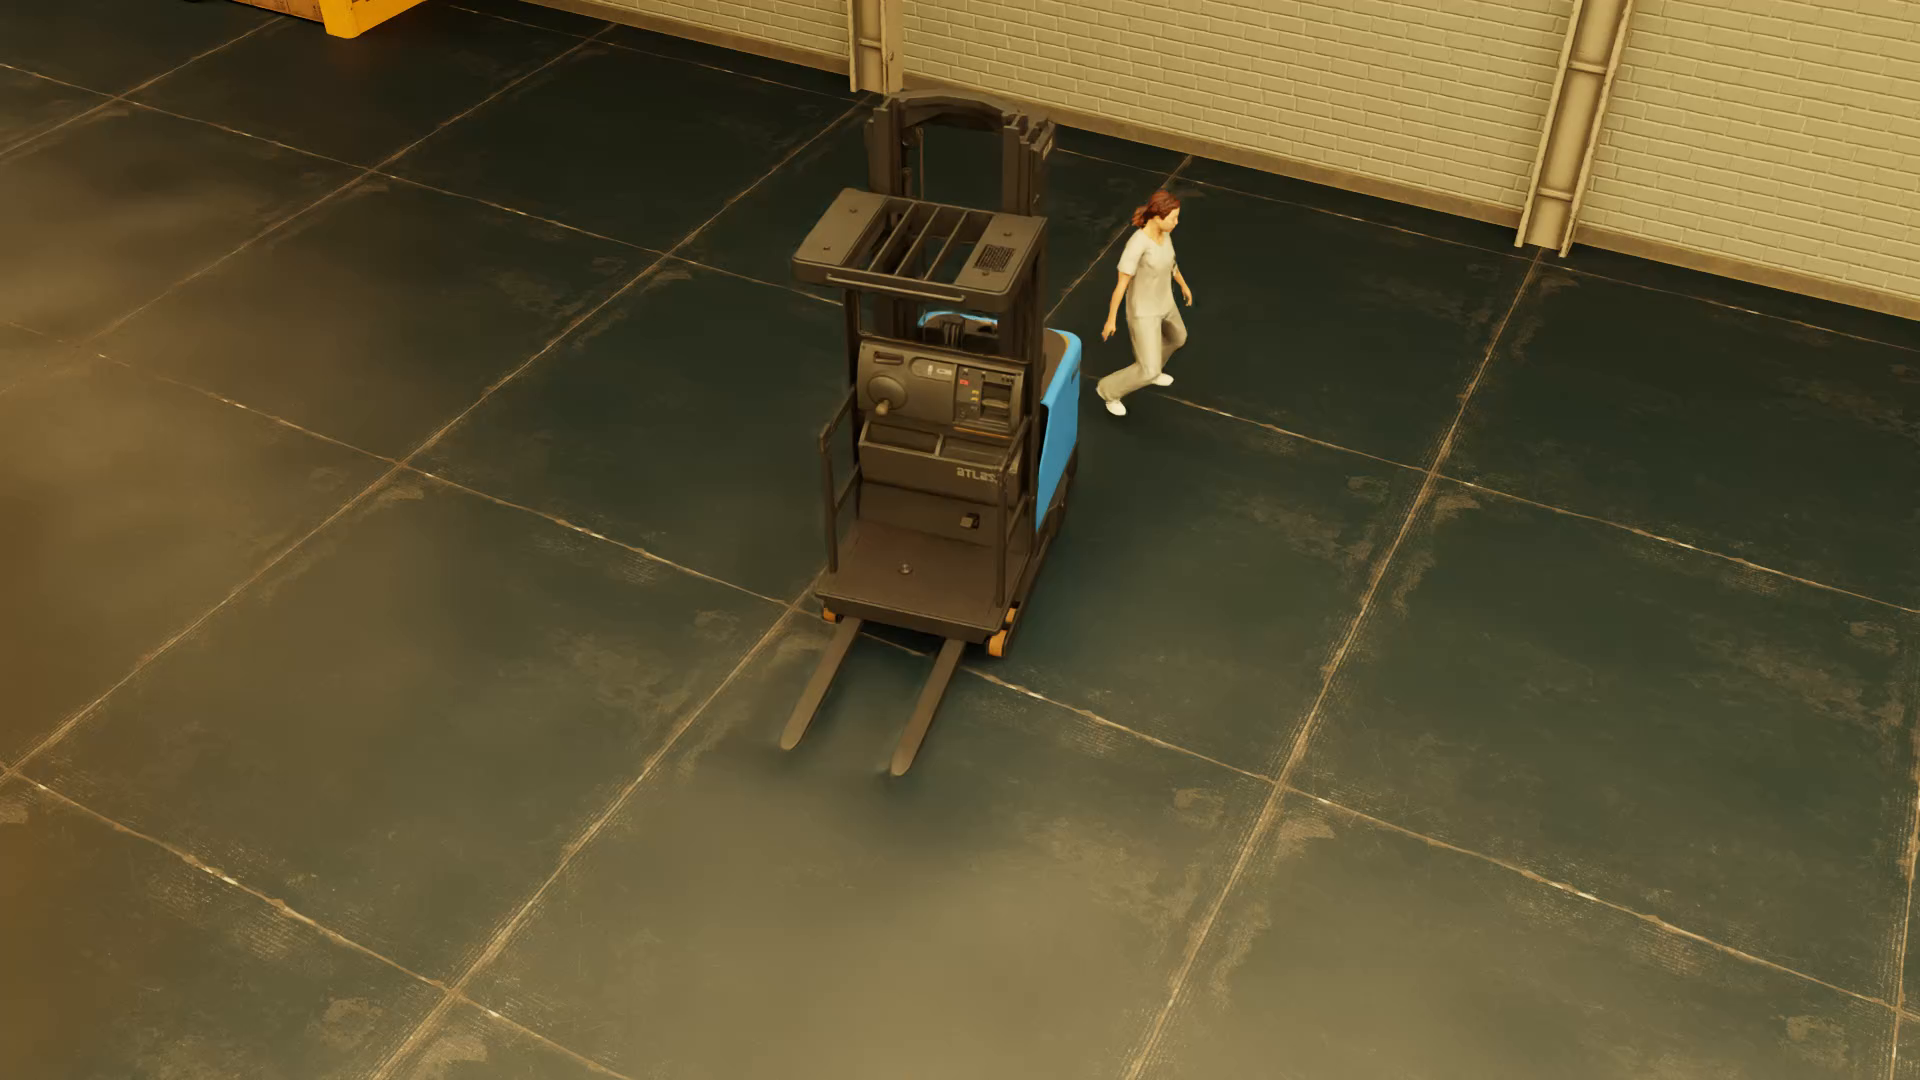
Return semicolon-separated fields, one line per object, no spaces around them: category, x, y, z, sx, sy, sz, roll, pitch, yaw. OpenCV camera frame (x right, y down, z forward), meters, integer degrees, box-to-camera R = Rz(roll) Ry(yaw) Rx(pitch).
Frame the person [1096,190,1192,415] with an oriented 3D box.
person;1.236;-1.524;10.853;0.483;1.586;0.798;28;48;29

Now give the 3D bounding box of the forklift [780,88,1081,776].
forklift;-0.171;-0.741;8.867;1.130;2.935;3.031;11;41;13
